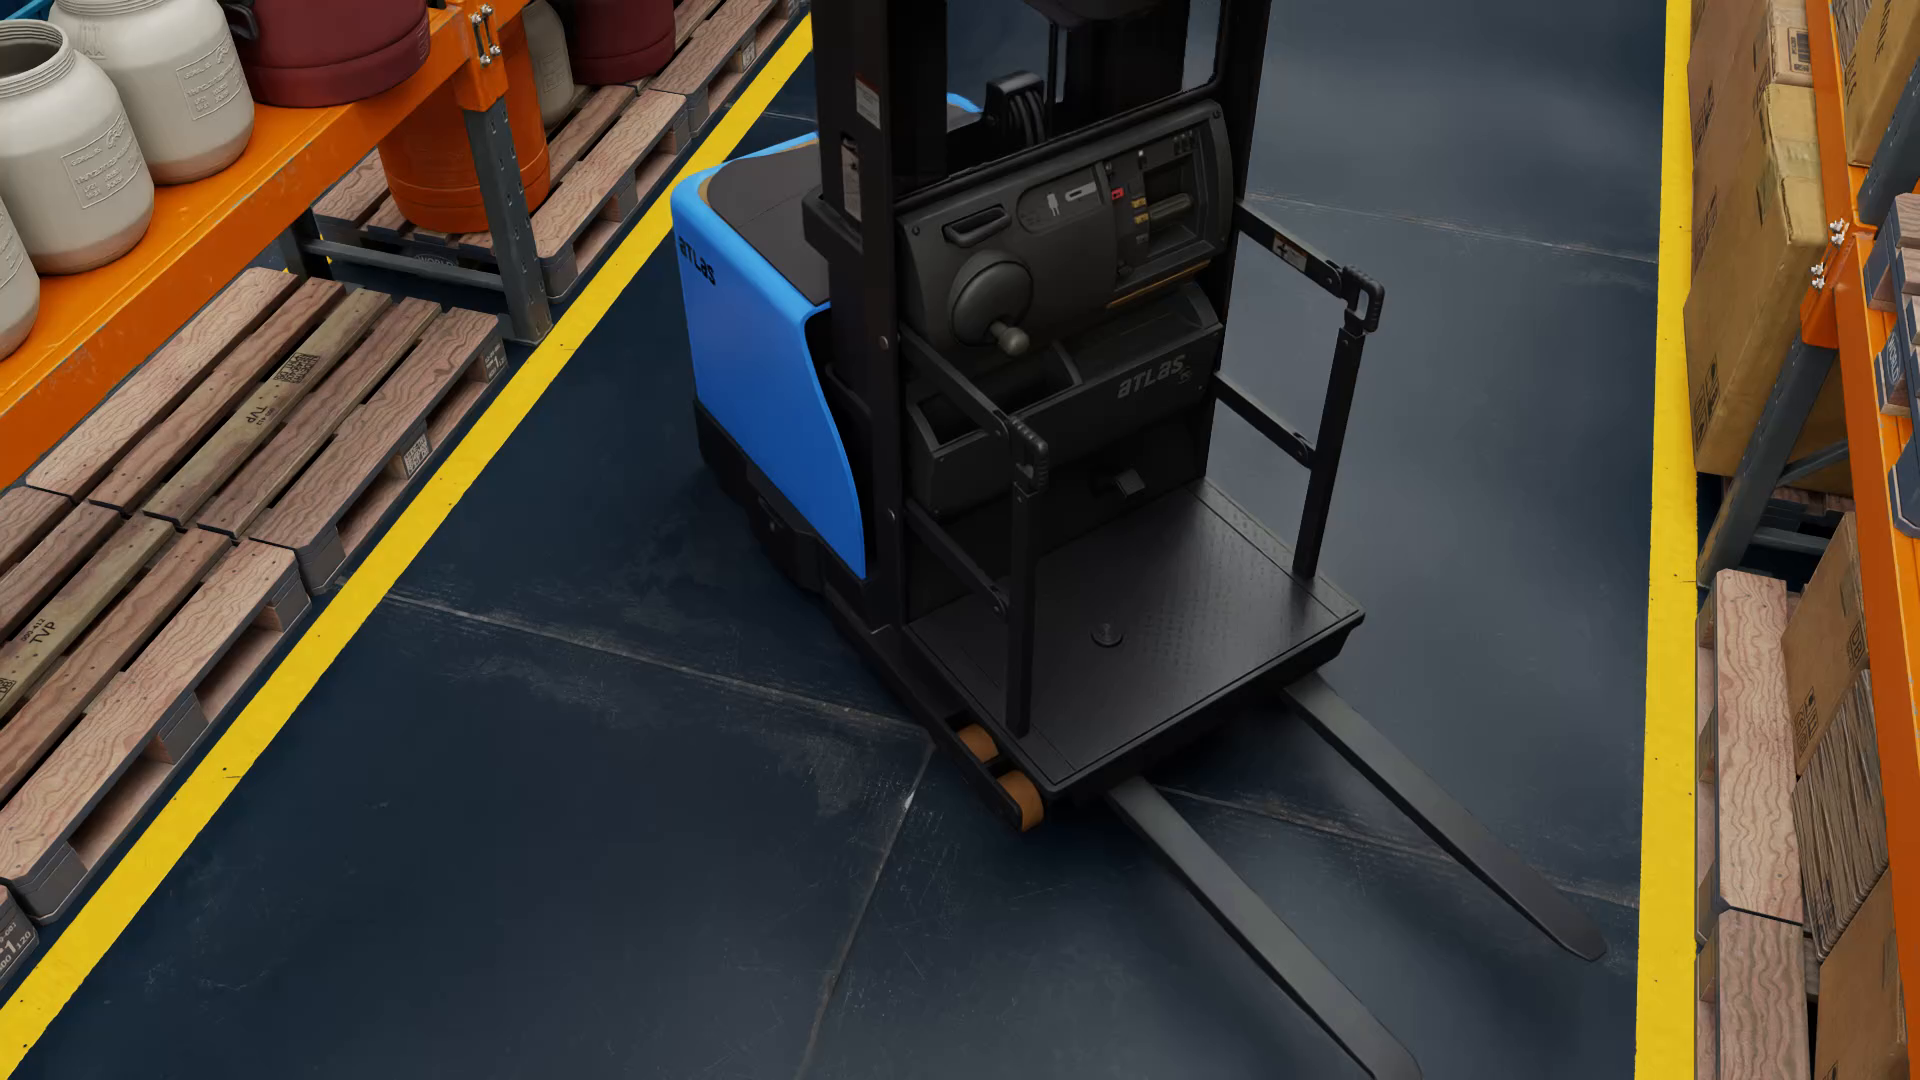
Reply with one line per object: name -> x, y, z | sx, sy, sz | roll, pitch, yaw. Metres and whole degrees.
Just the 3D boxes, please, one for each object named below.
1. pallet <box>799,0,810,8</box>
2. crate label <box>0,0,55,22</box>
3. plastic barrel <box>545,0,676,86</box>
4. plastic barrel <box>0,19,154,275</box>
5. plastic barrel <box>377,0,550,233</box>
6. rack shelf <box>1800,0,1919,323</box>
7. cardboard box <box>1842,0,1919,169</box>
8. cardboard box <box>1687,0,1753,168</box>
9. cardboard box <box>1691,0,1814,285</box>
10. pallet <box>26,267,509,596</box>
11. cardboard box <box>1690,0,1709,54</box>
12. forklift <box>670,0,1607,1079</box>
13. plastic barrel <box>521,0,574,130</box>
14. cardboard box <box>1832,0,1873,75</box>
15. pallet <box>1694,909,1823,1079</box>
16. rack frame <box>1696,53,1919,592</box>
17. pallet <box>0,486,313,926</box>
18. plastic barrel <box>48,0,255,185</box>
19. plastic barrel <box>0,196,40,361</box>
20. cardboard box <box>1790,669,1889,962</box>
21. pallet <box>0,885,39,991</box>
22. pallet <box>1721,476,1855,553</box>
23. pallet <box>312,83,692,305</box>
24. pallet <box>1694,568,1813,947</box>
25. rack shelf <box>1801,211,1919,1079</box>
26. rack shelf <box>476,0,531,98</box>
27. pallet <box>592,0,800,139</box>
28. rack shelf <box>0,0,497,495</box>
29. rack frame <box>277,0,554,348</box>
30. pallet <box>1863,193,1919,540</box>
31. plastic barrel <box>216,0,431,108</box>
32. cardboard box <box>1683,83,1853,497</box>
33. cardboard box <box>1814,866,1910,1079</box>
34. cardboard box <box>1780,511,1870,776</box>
pallet -> -1.031, -3.072, 8.238 | 1.003, 0.211, 1.213 | 13, 46, 13
crate label -> -2.527, -1.315, 4.424 | 0.502, 0.435, 0.616 | 13, 46, 13
plastic barrel -> -1.495, -2.278, 6.857 | 0.600, 0.588, 0.708 | 13, 46, 13
plastic barrel -> -2.204, -0.936, 3.982 | 0.421, 0.512, 0.421 | 0, 44, 0
plastic barrel -> -1.837, -1.612, 6.004 | 0.600, 0.830, 0.708 | 13, 46, 13
rack shelf -> 3.357, -1.934, 5.596 | 1.077, 0.370, 4.000 | 13, 46, 13
cardboard box -> 2.665, -1.276, 4.337 | 0.500, 0.500, 0.500 | 14, 46, 14
cardboard box -> 3.518, -1.889, 6.254 | 1.225, 0.875, 0.875 | 11, 45, 11
cardboard box -> 3.258, -1.297, 5.650 | 1.225, 0.875, 0.875 | 13, 46, 13
pallet -> -2.240, -0.403, 5.511 | 1.003, 0.211, 1.213 | 13, 46, 13
cardboard box -> 3.788, -2.484, 6.863 | 1.225, 0.875, 0.875 | 13, 46, 13
forklift -> 0.400, -0.655, 3.823 | 1.130, 2.935, 3.031 | -26, 50, -24
plastic barrel -> -1.751, -1.893, 6.519 | 0.421, 0.512, 0.421 | 0, 44, 0
cardboard box -> 2.821, -1.607, 4.676 | 0.500, 0.500, 0.500 | 12, 46, 12
pallet -> 2.142, 1.469, 3.597 | 1.003, 0.211, 1.213 | 13, 46, 13
rack frame -> 2.752, -0.858, 3.982 | 1.000, 3.000, 0.127 | 13, 46, 13
pallet -> -2.612, 0.408, 4.682 | 1.003, 0.211, 1.213 | 13, 46, 13
plastic barrel -> -2.077, -1.216, 4.268 | 0.421, 0.512, 0.421 | 0, 44, 0
plastic barrel -> -2.328, -0.658, 3.681 | 0.433, 0.535, 0.433 | 0, 44, 0
cardboard box -> 2.412, 0.701, 3.862 | 0.700, 0.500, 0.500 | 9, 45, 9
pallet -> -2.979, 1.224, 3.848 | 1.003, 0.211, 1.213 | 13, 46, 13
pallet -> 3.062, -0.371, 5.478 | 1.003, 0.211, 1.213 | 13, 46, 13
pallet -> -1.770, -1.445, 6.576 | 1.003, 0.211, 1.213 | 13, 46, 13
pallet -> 2.513, 0.659, 4.426 | 1.003, 0.211, 1.213 | 13, 46, 13
rack shelf -> 2.146, 0.732, 2.872 | 1.077, 0.370, 4.000 | 13, 46, 13
rack shelf -> -1.363, -2.983, 6.668 | 1.077, 0.370, 4.000 | 13, 46, 13
pallet -> -1.399, -2.256, 7.404 | 1.003, 0.211, 1.213 | 13, 46, 13
rack shelf -> -2.575, -0.317, 3.944 | 1.077, 0.370, 4.000 | 13, 46, 13
rack frame -> -1.969, -1.907, 5.055 | 1.000, 3.000, 0.127 | 13, 46, 13
pallet -> 2.637, -0.292, 3.541 | 1.213, 0.211, 1.003 | 13, 46, 13
plastic barrel -> -1.821, -1.583, 4.625 | 0.600, 0.536, 0.708 | 13, 46, 13
cardboard box -> 2.980, -0.705, 5.044 | 1.225, 0.875, 0.875 | 11, 45, 11
cardboard box -> 2.247, 1.080, 3.474 | 0.700, 0.500, 0.500 | 16, 47, 16
cardboard box -> 2.568, 0.329, 4.242 | 0.700, 0.500, 0.500 | 10, 45, 10
